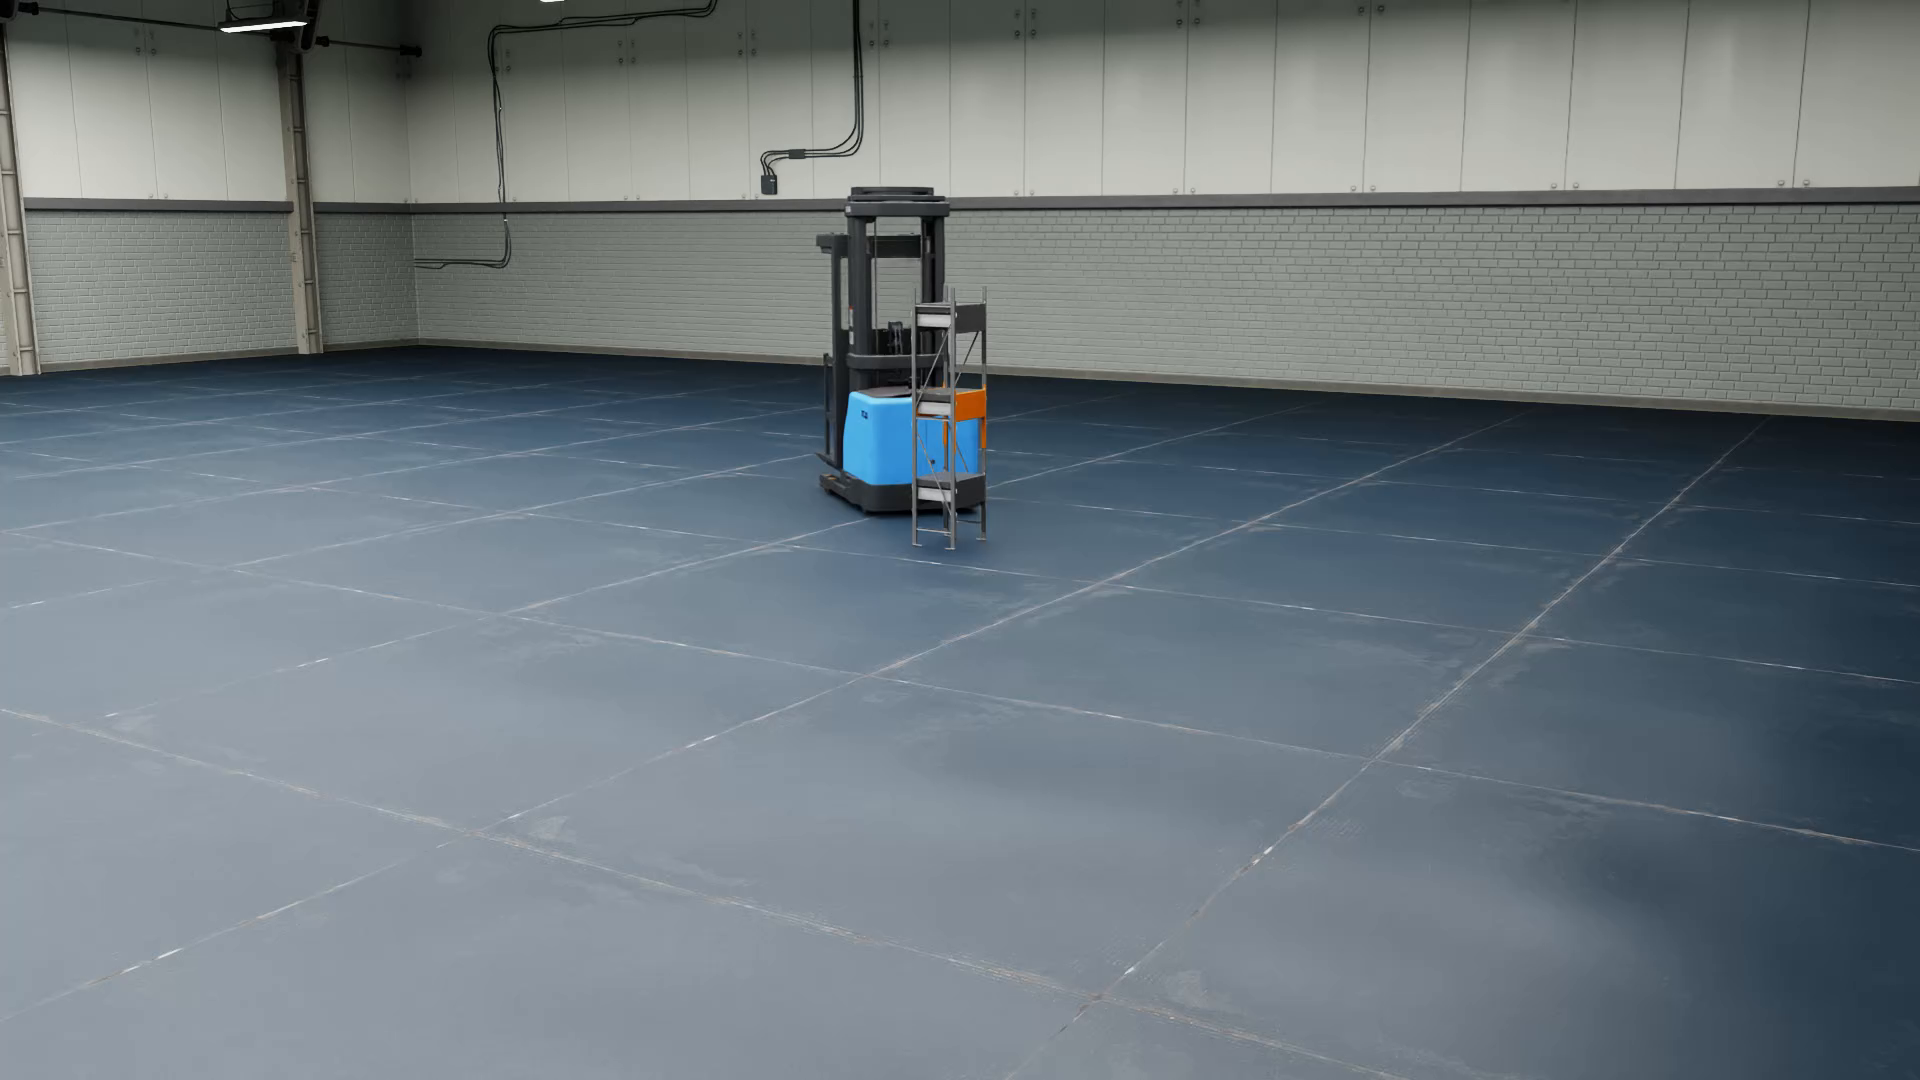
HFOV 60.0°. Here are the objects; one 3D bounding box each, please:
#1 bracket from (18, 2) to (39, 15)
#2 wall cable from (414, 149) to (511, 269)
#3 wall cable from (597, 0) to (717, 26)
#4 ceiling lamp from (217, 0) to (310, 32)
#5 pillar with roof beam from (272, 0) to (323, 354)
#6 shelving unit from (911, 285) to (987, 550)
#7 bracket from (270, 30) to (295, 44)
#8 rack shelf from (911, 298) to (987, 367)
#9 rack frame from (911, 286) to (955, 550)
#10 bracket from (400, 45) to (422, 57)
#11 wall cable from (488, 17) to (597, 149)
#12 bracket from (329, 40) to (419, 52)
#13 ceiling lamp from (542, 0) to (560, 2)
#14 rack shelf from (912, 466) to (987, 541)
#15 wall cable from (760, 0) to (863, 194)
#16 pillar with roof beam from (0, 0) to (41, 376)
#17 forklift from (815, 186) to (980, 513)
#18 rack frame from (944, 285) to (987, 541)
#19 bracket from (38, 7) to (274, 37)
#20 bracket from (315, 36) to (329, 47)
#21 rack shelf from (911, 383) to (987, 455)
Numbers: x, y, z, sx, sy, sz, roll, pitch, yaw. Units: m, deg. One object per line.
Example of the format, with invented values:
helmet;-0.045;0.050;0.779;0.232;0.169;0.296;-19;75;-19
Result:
bracket;-16.132;-9.174;28.637;0.235;0.232;0.430;6;12;31
wall cable;-10.876;-7.128;35.927;3.097;2.526;0.112;6;12;31
wall cable;-5.919;-11.292;32.084;3.097;2.526;0.112;6;12;31
ceiling lamp;-11.483;-10.125;27.634;2.000;3.185;0.800;6;12;31
pillar with roof beam;-9.857;-7.906;31.644;9.100;9.000;0.548;6;12;31
shelving unit;-0.086;-1.006;13.536;0.431;2.100;0.503;6;12;31
bracket;-13.448;-9.987;32.980;0.235;0.232;0.430;6;12;31
rack shelf;-0.086;-1.681;13.410;0.431;0.518;0.480;6;12;31
rack frame;-0.213;-0.968;13.331;0.400;2.100;0.015;6;12;31
bracket;-11.787;-10.491;35.668;0.235;0.232;0.430;6;12;31
wall cable;-8.564;-9.352;34.082;3.097;2.526;0.112;6;12;31
bracket;-12.093;-10.398;35.172;0.076;0.066;3.189;6;12;31
ceiling lamp;-5.167;-9.419;23.863;2.000;3.185;0.800;6;12;31
rack shelf;-0.086;-0.305;13.668;0.431;0.518;0.480;6;12;31
wall cable;-2.771;-9.416;30.470;2.305;6.003;0.169;6;12;31
pillar with roof beam;-12.972;-6.962;26.604;9.100;9.000;0.548;6;12;31
forklift;-0.754;-1.911;16.110;1.130;2.935;3.031;-3;11;-17
rack frame;0.041;-1.044;13.741;0.400;2.100;0.015;6;12;31
bracket;-14.786;-9.582;30.816;0.076;0.066;4.783;6;12;31
bracket;-13.017;-10.118;33.677;0.235;0.232;0.430;6;12;31
rack shelf;-0.086;-0.993;13.539;0.431;0.518;0.480;6;12;31
